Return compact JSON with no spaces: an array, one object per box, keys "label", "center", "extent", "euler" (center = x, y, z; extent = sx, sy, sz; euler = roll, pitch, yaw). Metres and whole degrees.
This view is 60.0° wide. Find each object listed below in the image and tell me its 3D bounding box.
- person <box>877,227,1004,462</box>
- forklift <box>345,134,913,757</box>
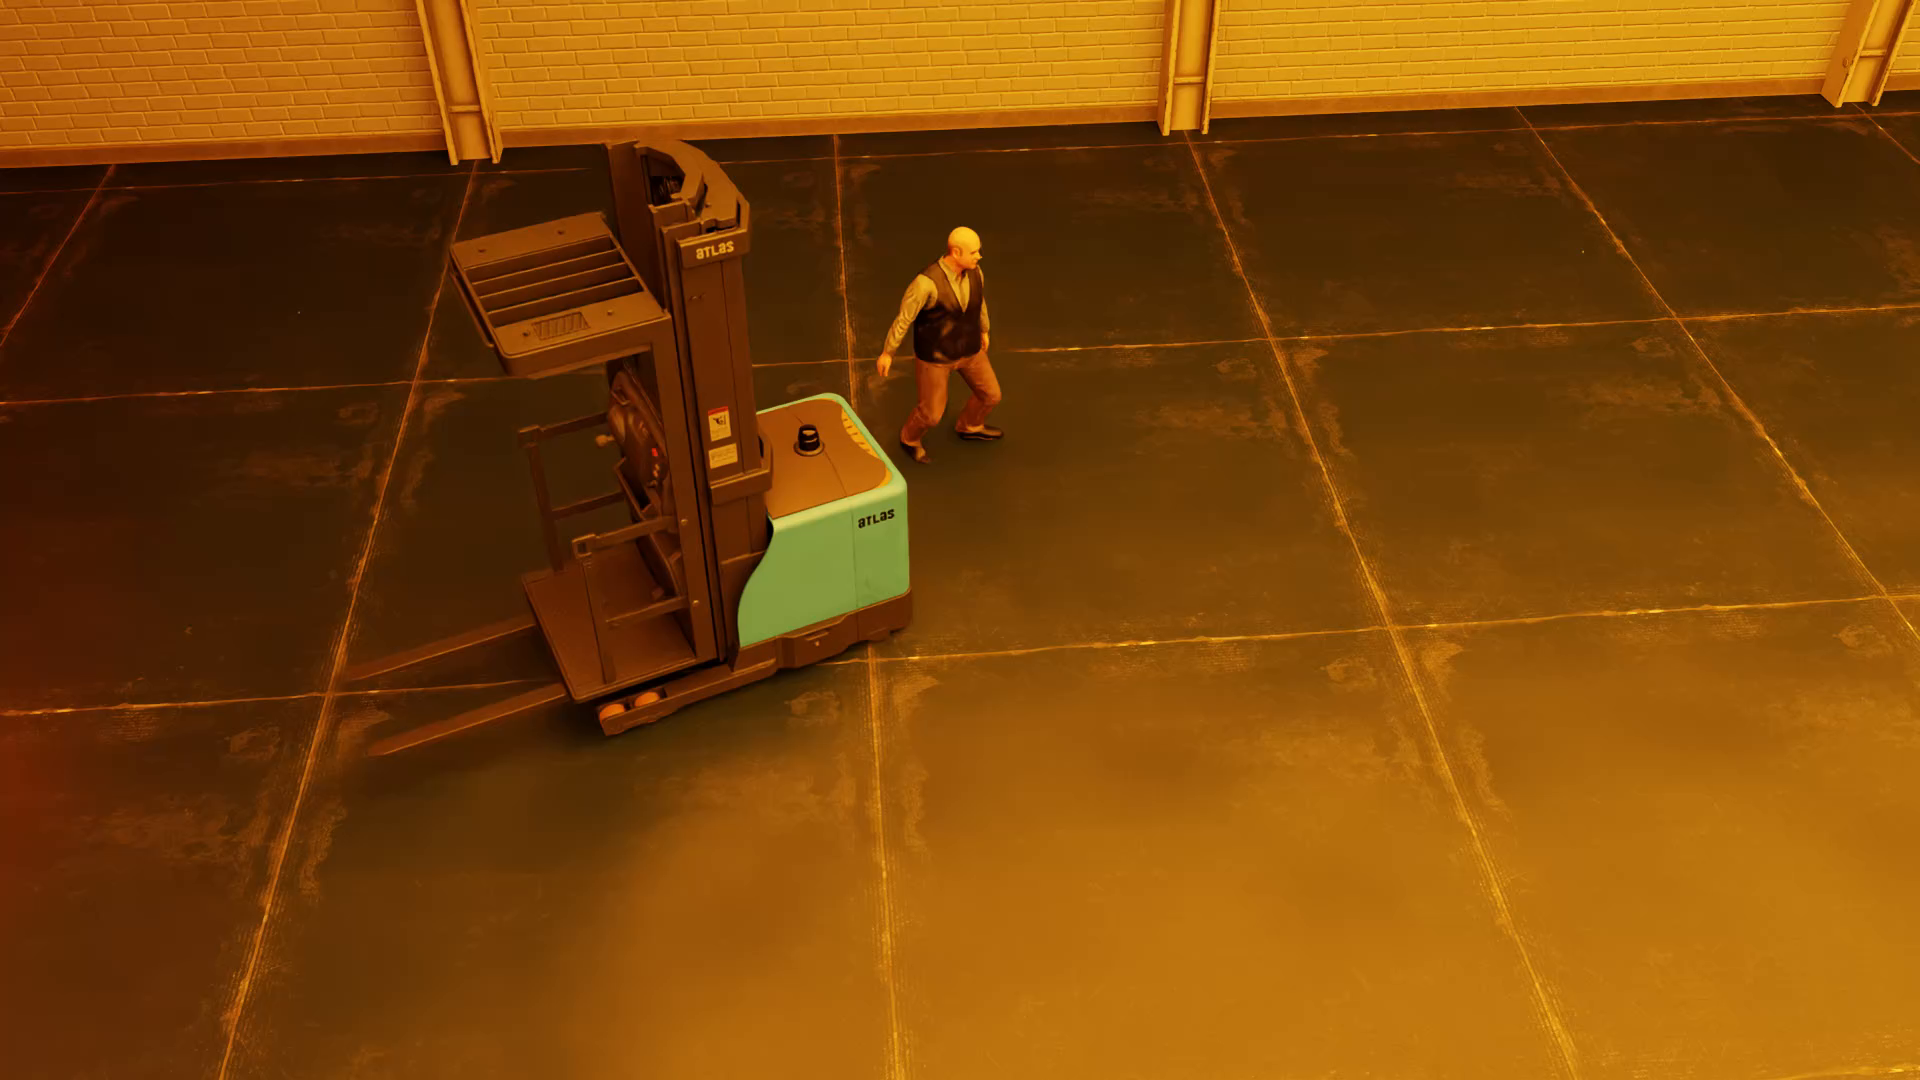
[{"label":"person","center":[-0.120,-1.190,10.349],"extent":[0.874,1.695,0.471],"euler":[-24,46,-25]},{"label":"forklift","center":[-1.825,-0.460,8.476],"extent":[3.031,2.935,1.130],"euler":[-18,44,-20]}]
